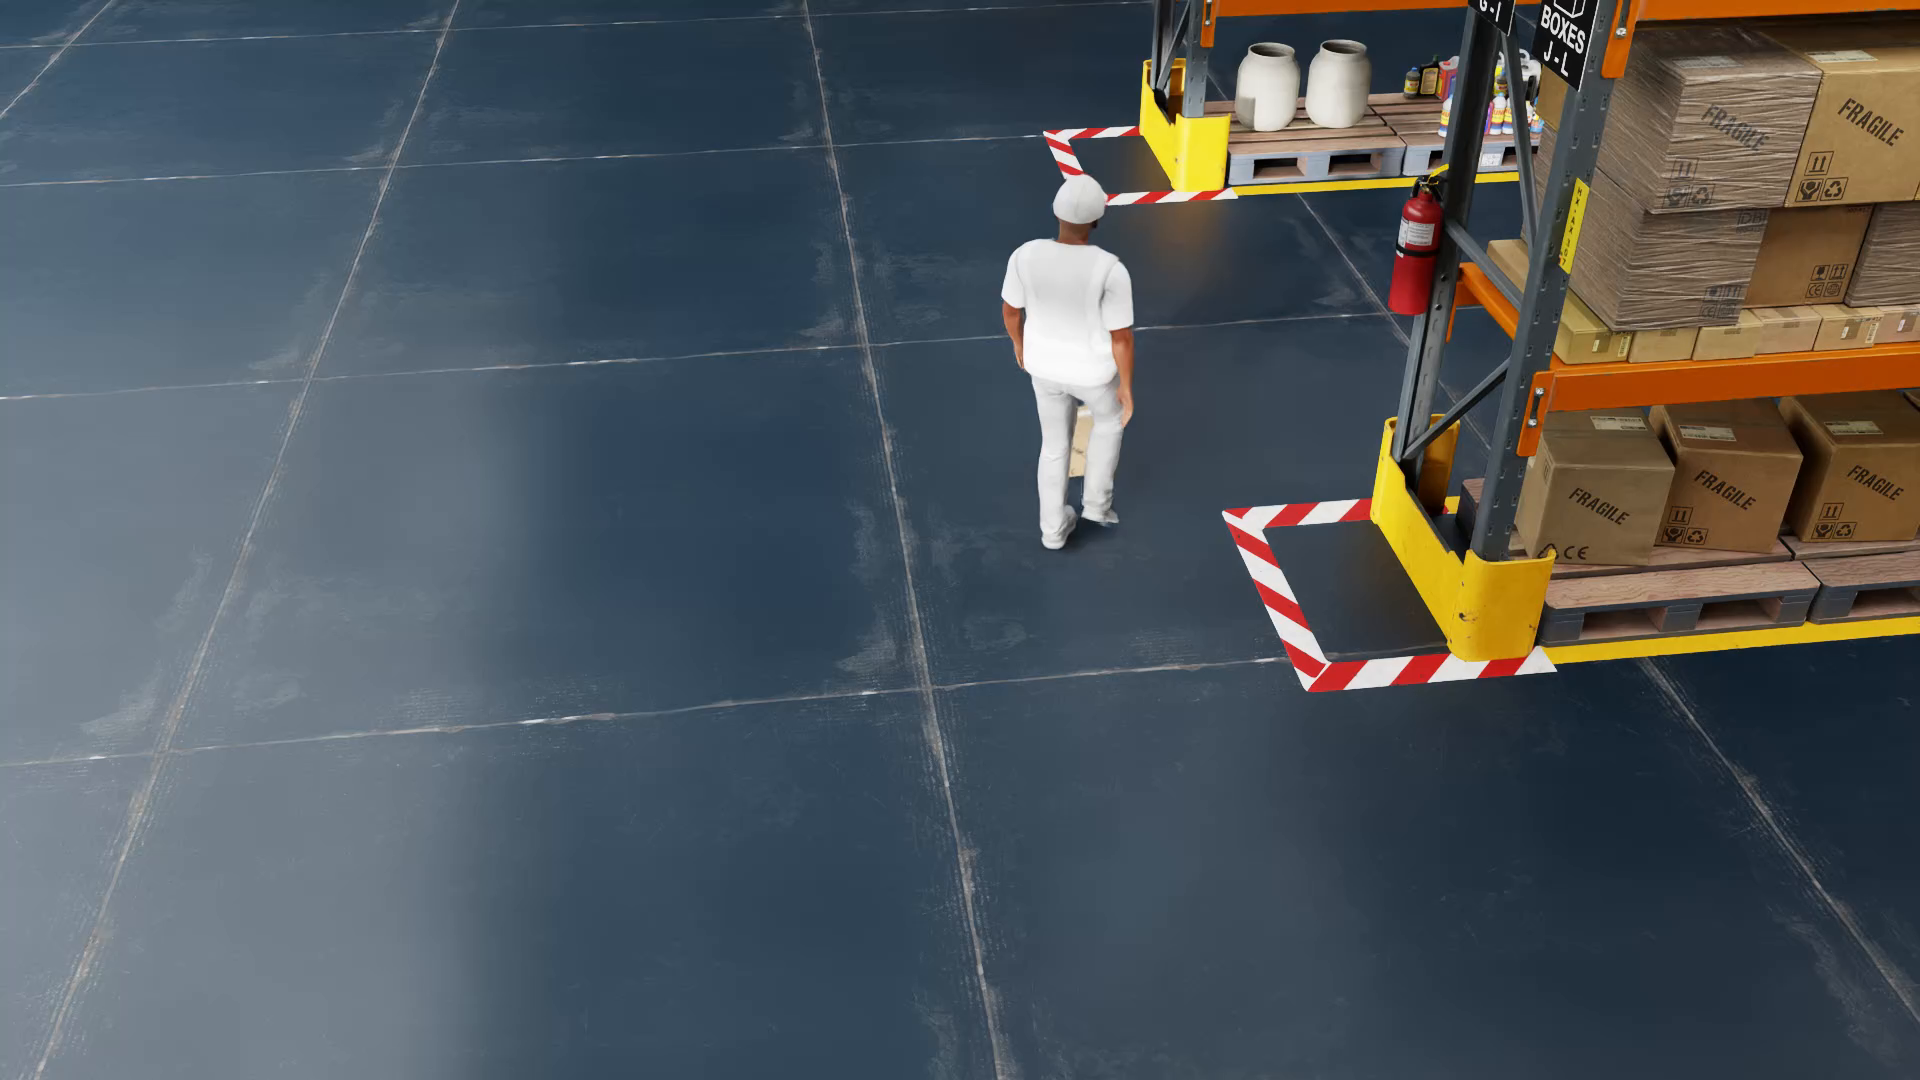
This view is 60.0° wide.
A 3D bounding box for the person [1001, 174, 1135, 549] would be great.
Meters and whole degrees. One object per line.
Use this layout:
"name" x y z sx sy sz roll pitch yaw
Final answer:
"person" 0.496 -0.757 7.241 0.627 1.814 0.495 11 36 16
